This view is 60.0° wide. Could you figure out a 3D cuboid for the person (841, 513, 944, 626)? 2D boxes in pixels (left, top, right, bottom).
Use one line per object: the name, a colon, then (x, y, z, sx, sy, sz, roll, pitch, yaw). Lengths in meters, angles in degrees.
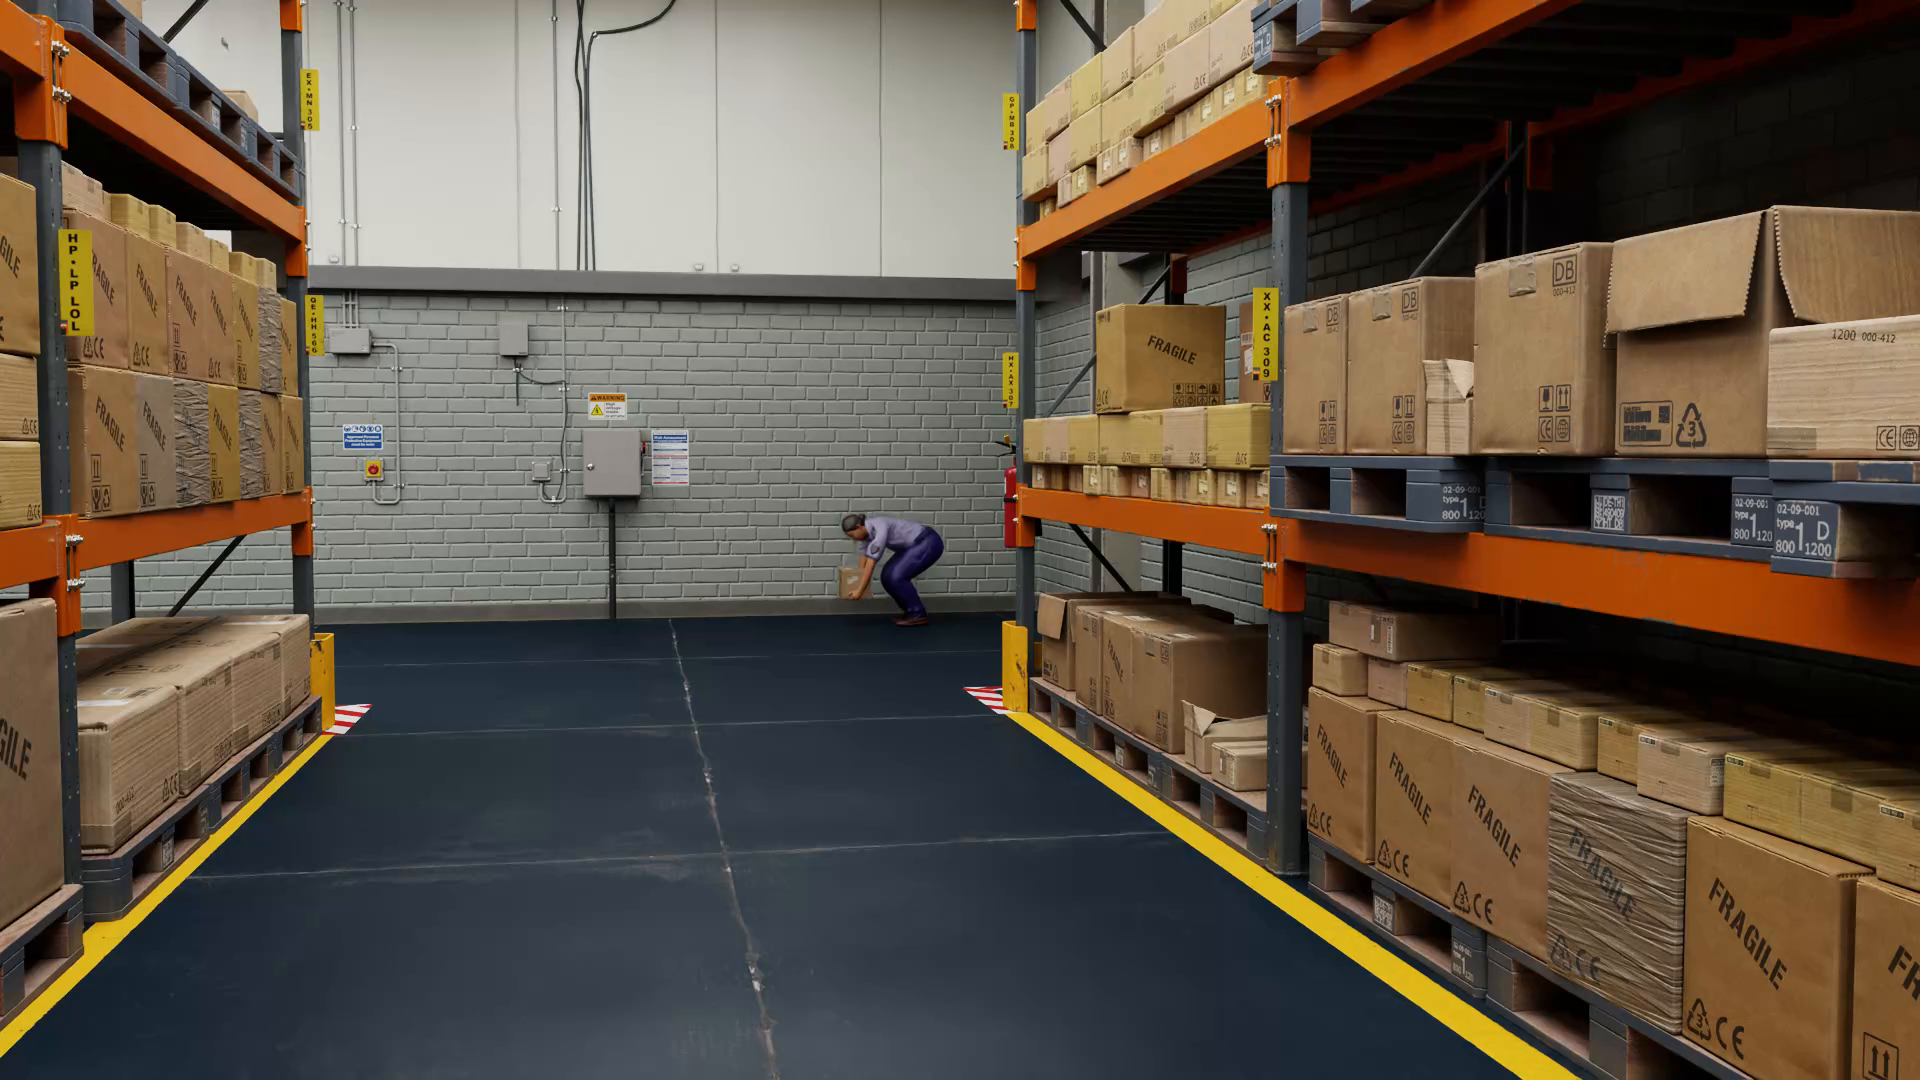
person: (-0.591, 0.264, 14.479, 0.893, 0.960, 0.518, -1, 3, -14)
